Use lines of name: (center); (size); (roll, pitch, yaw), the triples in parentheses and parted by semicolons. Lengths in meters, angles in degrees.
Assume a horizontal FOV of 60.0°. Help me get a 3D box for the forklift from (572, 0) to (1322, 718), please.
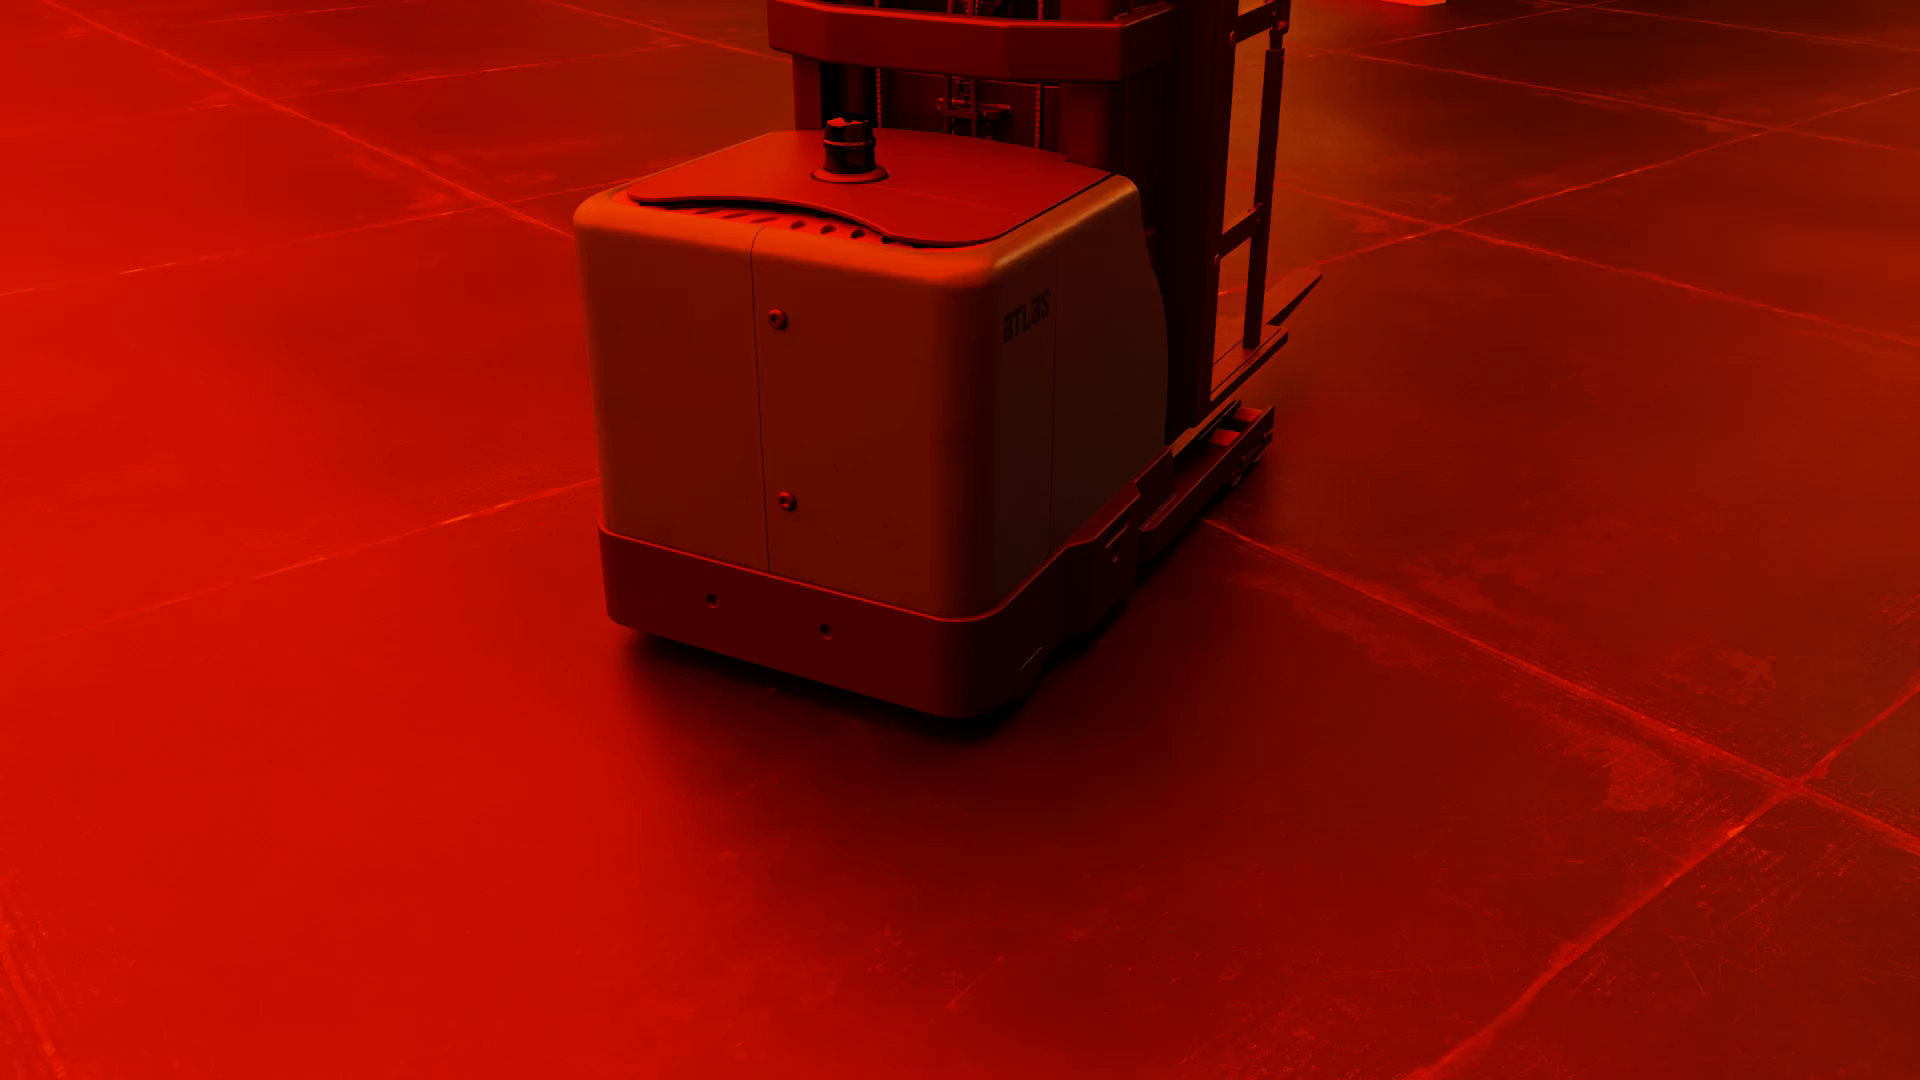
forklift: (0.285, -1.552, 4.331); (1.130, 2.935, 3.031); (13, 29, 25)
